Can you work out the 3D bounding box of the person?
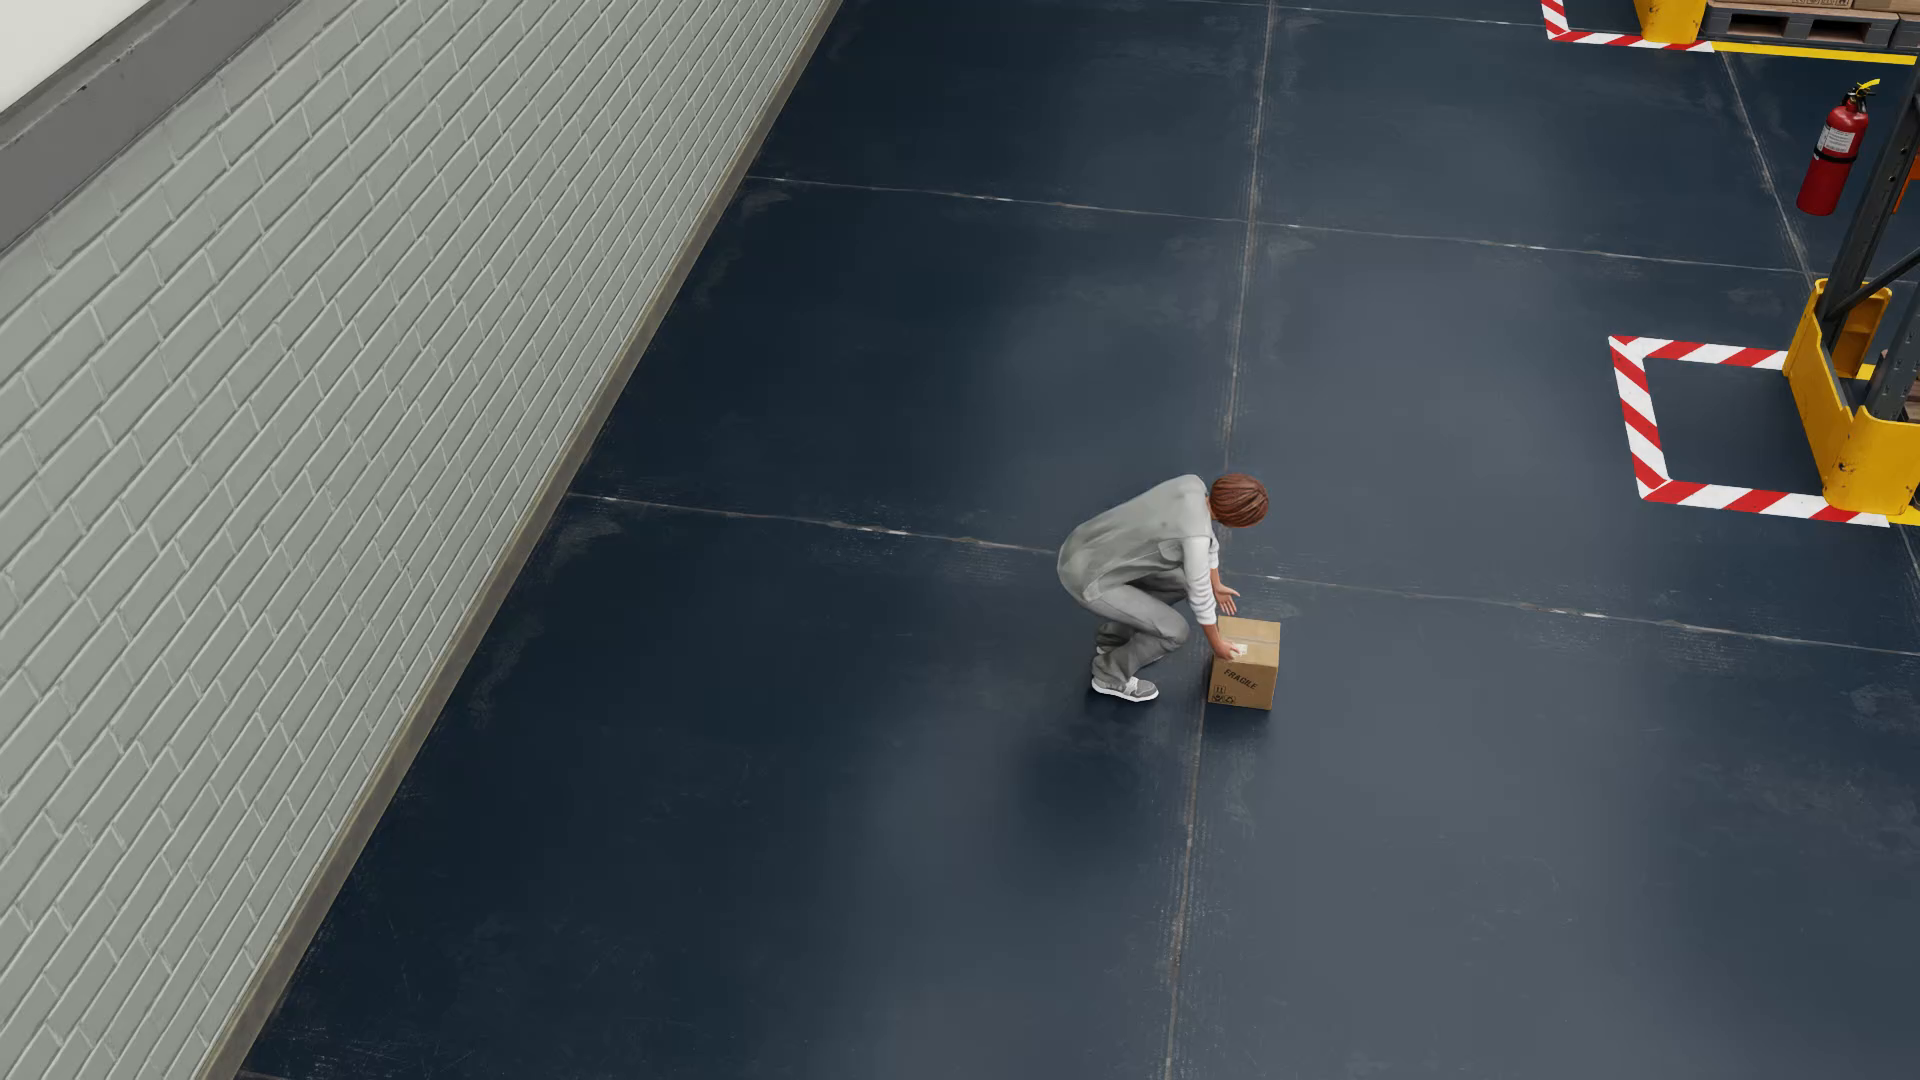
[{"bbox_3d":[0.821,0.268,6.503,0.869,0.788,0.430,5,41,6],"label":"person"}]
